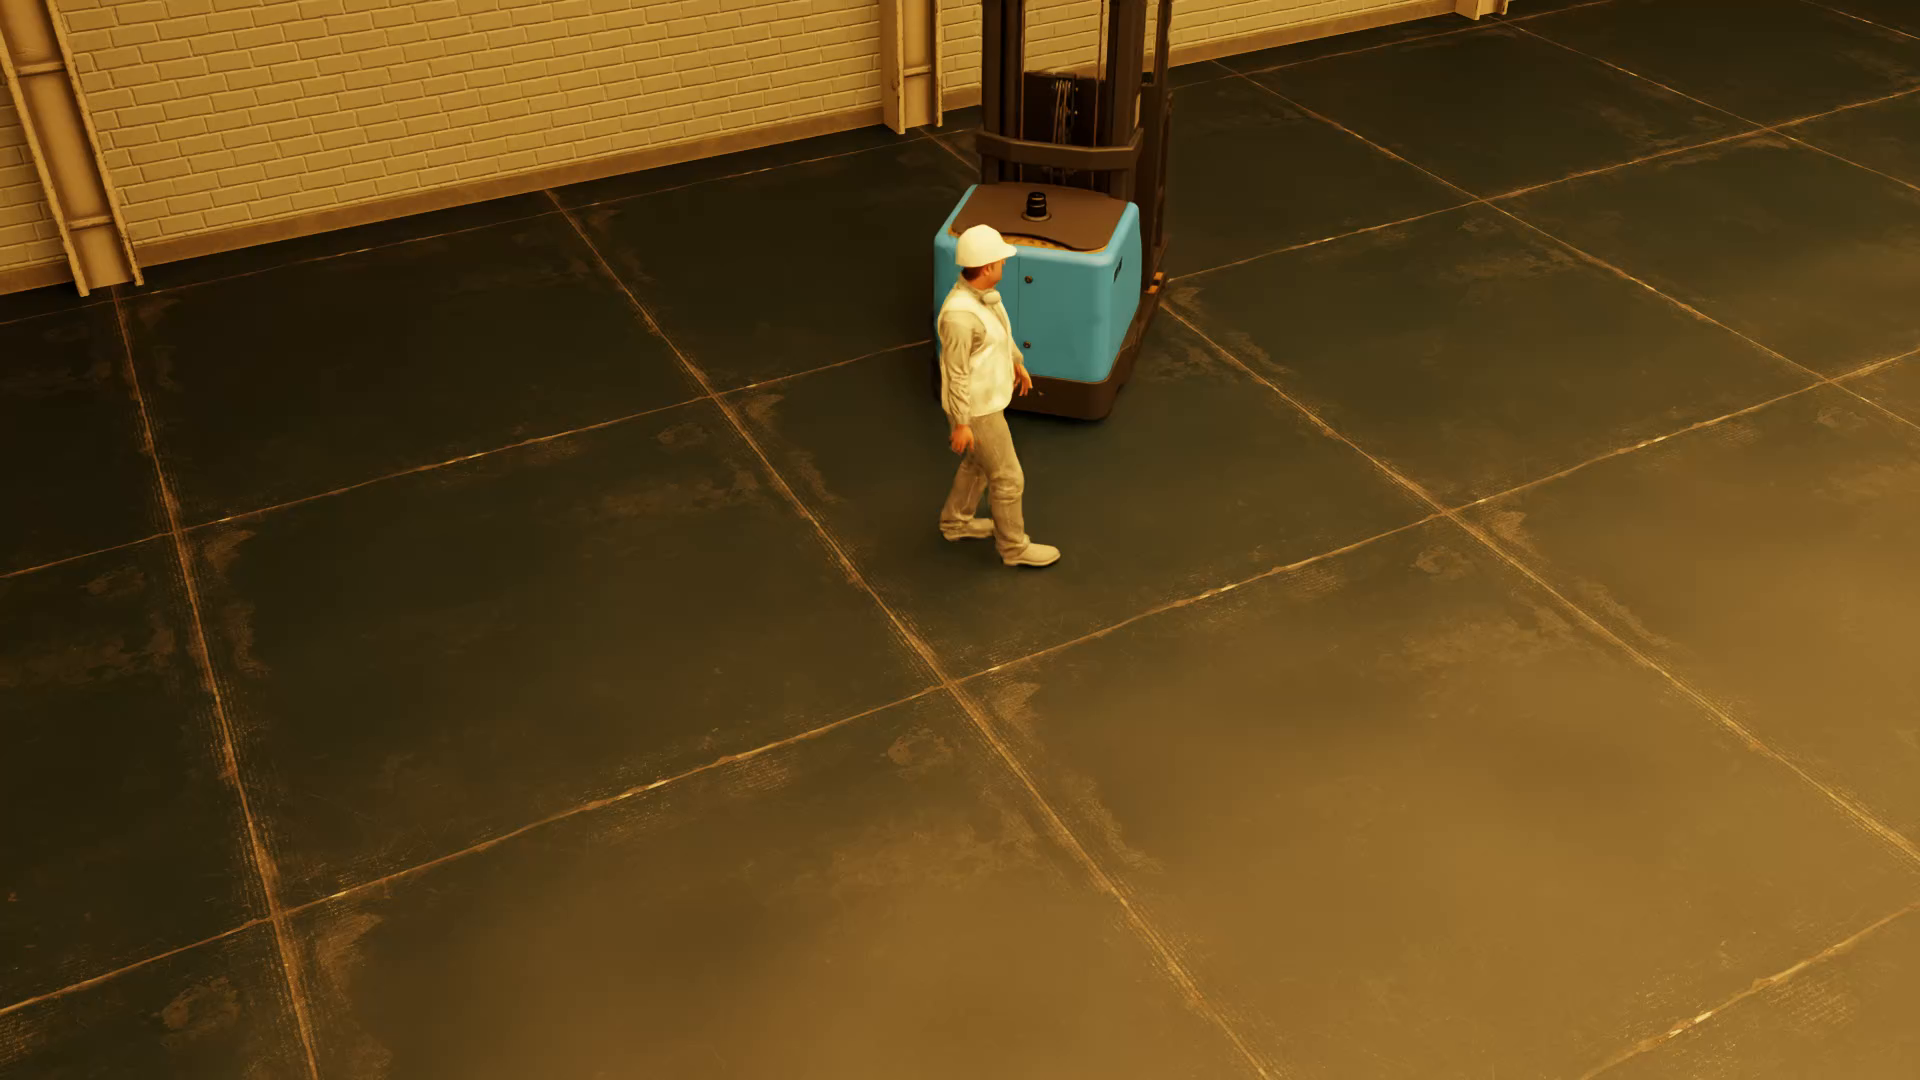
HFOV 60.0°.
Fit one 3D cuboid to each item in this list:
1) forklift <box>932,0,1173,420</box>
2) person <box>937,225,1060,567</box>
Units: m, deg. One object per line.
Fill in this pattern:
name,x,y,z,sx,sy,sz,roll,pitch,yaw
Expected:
forklift,0.732,-2.732,9.988,1.130,2.935,3.031,9,36,13
person,0.208,-0.692,8.130,0.652,1.759,0.669,5,36,7
